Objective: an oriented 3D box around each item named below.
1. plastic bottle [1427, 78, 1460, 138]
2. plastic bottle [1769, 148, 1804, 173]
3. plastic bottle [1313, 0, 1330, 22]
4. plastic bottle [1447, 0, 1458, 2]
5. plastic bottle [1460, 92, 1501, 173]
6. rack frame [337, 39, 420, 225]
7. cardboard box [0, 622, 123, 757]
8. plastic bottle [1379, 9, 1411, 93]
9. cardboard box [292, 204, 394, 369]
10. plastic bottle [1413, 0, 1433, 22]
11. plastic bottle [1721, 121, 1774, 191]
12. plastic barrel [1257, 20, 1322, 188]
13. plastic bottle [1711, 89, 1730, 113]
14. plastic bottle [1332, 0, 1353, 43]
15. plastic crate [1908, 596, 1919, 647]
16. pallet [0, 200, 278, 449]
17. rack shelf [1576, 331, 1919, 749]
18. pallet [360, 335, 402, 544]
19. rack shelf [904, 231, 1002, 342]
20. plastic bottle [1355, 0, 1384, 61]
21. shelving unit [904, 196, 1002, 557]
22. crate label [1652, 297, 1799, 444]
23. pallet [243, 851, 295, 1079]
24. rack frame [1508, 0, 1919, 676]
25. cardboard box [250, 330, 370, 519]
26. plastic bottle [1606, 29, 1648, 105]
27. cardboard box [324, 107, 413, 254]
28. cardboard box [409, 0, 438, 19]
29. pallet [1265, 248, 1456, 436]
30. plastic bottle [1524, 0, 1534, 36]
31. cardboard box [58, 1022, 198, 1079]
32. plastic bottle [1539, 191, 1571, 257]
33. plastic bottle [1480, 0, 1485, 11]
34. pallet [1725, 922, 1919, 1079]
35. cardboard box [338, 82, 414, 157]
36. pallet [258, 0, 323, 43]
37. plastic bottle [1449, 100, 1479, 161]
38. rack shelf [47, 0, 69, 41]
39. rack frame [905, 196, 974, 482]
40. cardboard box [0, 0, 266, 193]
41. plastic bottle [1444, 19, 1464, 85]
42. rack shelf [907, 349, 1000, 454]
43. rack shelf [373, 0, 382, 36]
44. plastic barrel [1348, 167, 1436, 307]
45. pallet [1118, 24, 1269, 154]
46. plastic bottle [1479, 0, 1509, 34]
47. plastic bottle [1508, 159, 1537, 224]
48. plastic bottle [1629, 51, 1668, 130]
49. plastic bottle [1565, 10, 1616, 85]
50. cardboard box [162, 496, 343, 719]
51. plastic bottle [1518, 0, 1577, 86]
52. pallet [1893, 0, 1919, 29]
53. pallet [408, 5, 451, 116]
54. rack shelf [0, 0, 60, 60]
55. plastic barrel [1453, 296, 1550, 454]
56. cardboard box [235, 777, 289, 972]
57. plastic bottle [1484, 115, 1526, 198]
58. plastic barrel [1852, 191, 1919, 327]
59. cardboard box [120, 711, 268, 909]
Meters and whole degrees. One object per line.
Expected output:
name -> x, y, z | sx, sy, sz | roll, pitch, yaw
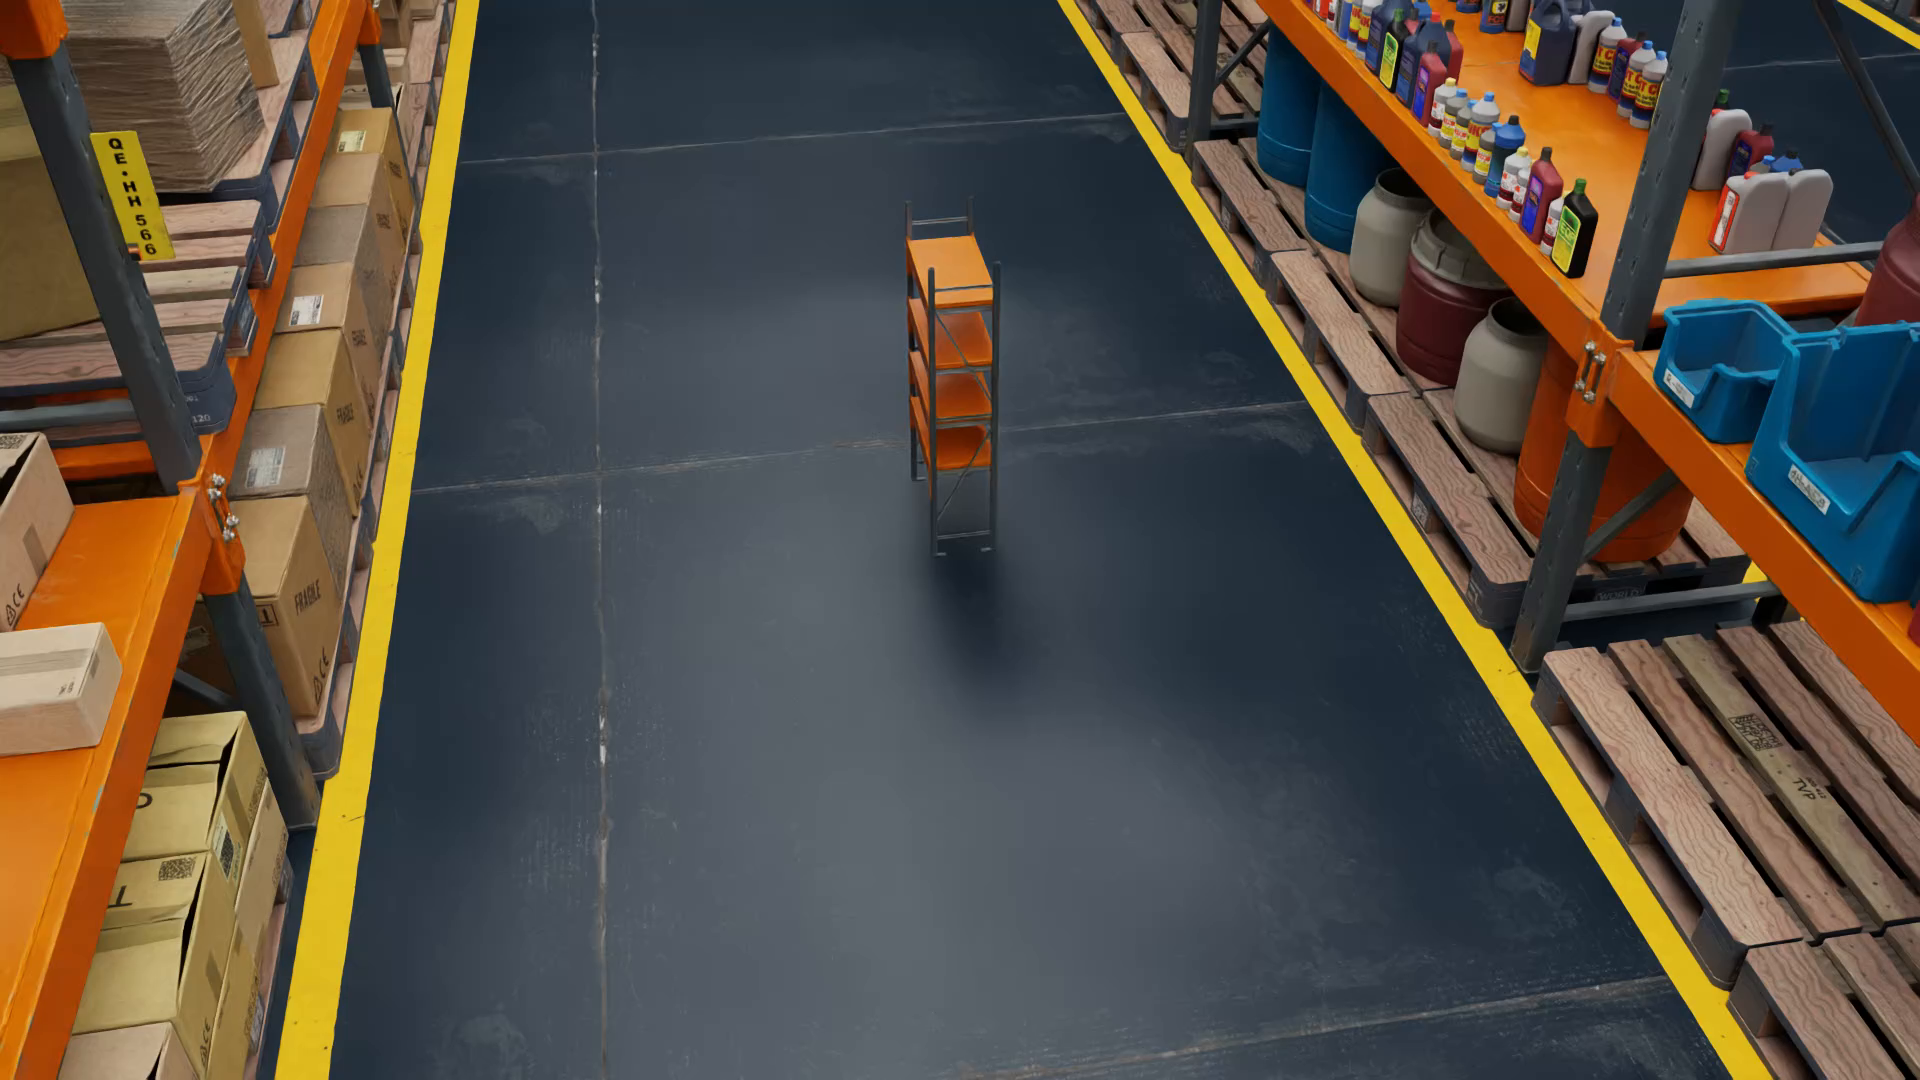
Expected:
plastic bottle -> 1.744, -1.556, 5.969 | 0.097, 0.201, 0.097 | 0, 38, 0
plastic bottle -> 2.647, -1.131, 5.366 | 0.097, 0.271, 0.097 | 0, 38, 0
plastic bottle -> 1.565, -2.300, 6.867 | 0.152, 0.276, 0.135 | -6, 38, -8
plastic bottle -> 2.117, -2.425, 7.031 | 0.097, 0.271, 0.097 | 0, 38, 0
plastic bottle -> 1.796, -1.407, 5.721 | 0.097, 0.271, 0.097 | 0, 38, 0
rack frame -> -3.181, -2.699, 7.279 | 1.000, 3.000, 0.127 | -6, 38, -8
cardboard box -> -2.050, 0.330, 3.585 | 0.380, 0.149, 0.250 | -6, 38, -8
plastic bottle -> 1.650, -1.848, 6.279 | 0.061, 0.283, 0.133 | -6, 38, -8
cardboard box -> -2.646, -1.015, 6.791 | 0.500, 0.500, 0.500 | -6, 38, -7
plastic bottle -> 1.775, -1.983, 6.463 | 0.097, 0.271, 0.097 | 0, 38, 0
plastic bottle -> 2.627, -1.267, 5.530 | 0.061, 0.283, 0.133 | -6, 38, -8
plastic barrel -> 1.775, -2.236, 8.051 | 0.600, 0.901, 0.708 | -6, 38, -8
plastic bottle -> 2.580, -1.428, 5.739 | 0.061, 0.283, 0.133 | -6, 38, -8
plastic bottle -> 1.605, -2.160, 6.687 | 0.152, 0.276, 0.135 | -6, 38, -8
plastic crate -> 2.380, 0.171, 3.533 | 0.402, 0.464, 0.583 | -6, 38, -8
pallet -> -2.668, -0.609, 4.745 | 1.213, 0.211, 1.003 | -6, 38, -8
rack shelf -> 2.748, 0.679, 3.517 | 1.077, 0.370, 4.000 | -6, 38, -8
pallet -> -2.784, -0.372, 6.556 | 1.003, 0.211, 1.213 | -6, 38, -8
rack shelf -> -0.029, -0.884, 5.770 | 0.258, 0.148, 0.480 | -6, 38, -8
plastic bottle -> 1.616, -2.027, 6.518 | 0.097, 0.271, 0.097 | 0, 38, 0
shelving unit -> -0.029, -0.574, 6.011 | 0.258, 1.200, 0.503 | -6, 38, -8
crate label -> 2.102, -0.452, 4.523 | 0.303, 0.233, 0.416 | -6, 38, -8
pallet -> -2.374, 1.320, 4.379 | 1.003, 0.211, 1.213 | -6, 38, -8
rack frame -> 2.398, -0.813, 4.852 | 1.000, 3.000, 0.127 | -6, 38, -8
cardboard box -> -2.458, -0.394, 5.991 | 0.500, 0.500, 0.500 | -7, 38, -9
plastic bottle -> 2.482, -1.766, 6.173 | 0.061, 0.283, 0.133 | -6, 38, -8
cardboard box -> -2.812, -1.618, 7.566 | 0.500, 0.500, 0.500 | -6, 38, -8
cardboard box -> -3.407, -3.323, 9.966 | 0.500, 0.250, 0.500 | -6, 38, -8
pallet -> 2.008, -0.919, 7.261 | 1.003, 0.211, 1.213 | -6, 38, -8
plastic bottle -> 2.348, -2.134, 6.713 | 0.097, 0.201, 0.097 | 0, 38, 0
cardboard box -> -1.962, 1.324, 3.542 | 0.500, 0.311, 0.500 | -6, 38, -8
plastic bottle -> 1.904, -1.005, 5.260 | 0.097, 0.201, 0.097 | 0, 38, 0
plastic bottle -> 2.260, -2.370, 6.957 | 0.152, 0.276, 0.135 | -6, 38, -8
pallet -> 2.706, 1.496, 4.153 | 1.003, 0.211, 1.213 | -6, 38, -8
cardboard box -> -3.042, -2.087, 8.325 | 0.500, 0.311, 0.500 | -6, 38, -8
pallet -> -3.148, -2.128, 6.701 | 1.003, 0.211, 1.213 | -6, 38, -8
plastic bottle -> 1.779, -1.438, 5.818 | 0.097, 0.201, 0.097 | 0, 38, 0
rack shelf -> -2.830, -2.391, 5.024 | 1.077, 0.370, 4.000 | -6, 38, -8
rack frame -> -0.072, -0.721, 6.200 | 0.240, 1.200, 0.015 | -6, 38, -8
cardboard box -> -2.673, -1.429, 5.221 | 0.700, 0.500, 0.500 | 0, 38, 1
plastic bottle -> 1.816, -1.783, 6.195 | 0.061, 0.283, 0.133 | -6, 38, -8
rack shelf -> -0.029, -0.521, 6.052 | 0.258, 0.148, 0.480 | -6, 38, -8
rack shelf -> -3.532, -3.622, 9.054 | 1.077, 0.370, 4.000 | -6, 38, -8
plastic barrel -> 1.910, -1.304, 7.169 | 0.421, 0.512, 0.421 | 0, 38, 0
pallet -> 1.529, -2.568, 9.383 | 1.003, 0.211, 1.213 | -6, 38, -8
plastic bottle -> 2.181, -2.204, 6.746 | 0.097, 0.271, 0.097 | 0, 38, 0
plastic bottle -> 1.864, -1.144, 5.440 | 0.097, 0.201, 0.097 | 0, 38, 0
plastic bottle -> 2.502, -1.631, 6.009 | 0.097, 0.271, 0.097 | 0, 38, 0
plastic bottle -> 2.397, -1.898, 6.349 | 0.152, 0.276, 0.135 | -6, 38, -8
cardboard box -> -2.278, 0.225, 5.194 | 0.500, 0.500, 0.500 | -5, 38, -6
plastic bottle -> 2.247, -1.927, 6.325 | 0.144, 0.351, 0.185 | -6, 38, -8
pallet -> 6.516, -3.128, 10.105 | 1.003, 0.211, 1.213 | -6, 38, -8
pallet -> -3.518, -2.751, 9.619 | 1.003, 0.211, 1.213 | -6, 38, -8
rack shelf -> -2.129, 0.025, 1.914 | 1.077, 0.370, 4.000 | -6, 38, -8
plastic barrel -> 2.108, -0.622, 6.291 | 0.421, 0.512, 0.421 | 0, 38, 0
cardboard box -> -2.147, 0.929, 4.508 | 0.500, 0.250, 0.500 | -5, 38, -7
plastic bottle -> 1.830, -1.289, 5.569 | 0.097, 0.271, 0.097 | 0, 38, 0
plastic barrel -> 2.777, -0.619, 4.491 | 0.600, 0.536, 0.708 | -6, 38, -8
cardboard box -> -2.145, 0.706, 4.338 | 0.500, 0.311, 0.500 | -5, 38, -7
